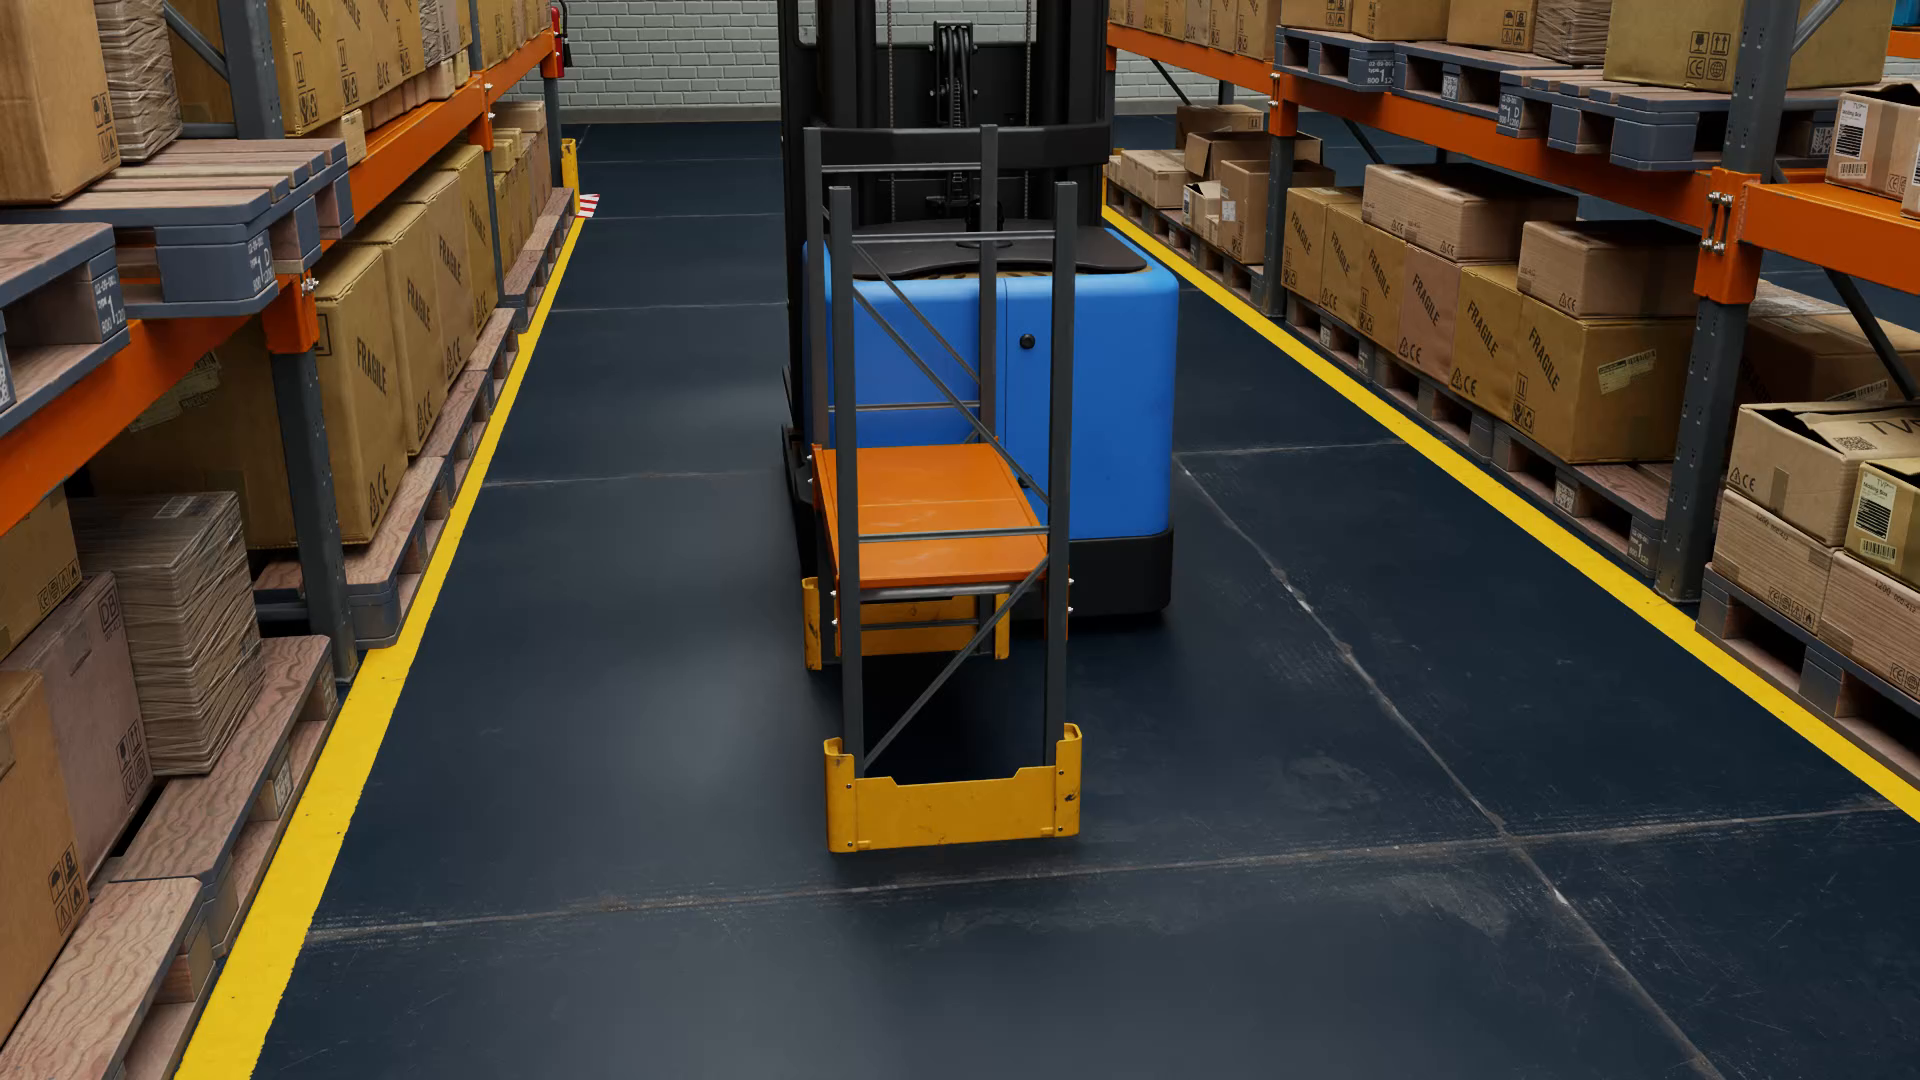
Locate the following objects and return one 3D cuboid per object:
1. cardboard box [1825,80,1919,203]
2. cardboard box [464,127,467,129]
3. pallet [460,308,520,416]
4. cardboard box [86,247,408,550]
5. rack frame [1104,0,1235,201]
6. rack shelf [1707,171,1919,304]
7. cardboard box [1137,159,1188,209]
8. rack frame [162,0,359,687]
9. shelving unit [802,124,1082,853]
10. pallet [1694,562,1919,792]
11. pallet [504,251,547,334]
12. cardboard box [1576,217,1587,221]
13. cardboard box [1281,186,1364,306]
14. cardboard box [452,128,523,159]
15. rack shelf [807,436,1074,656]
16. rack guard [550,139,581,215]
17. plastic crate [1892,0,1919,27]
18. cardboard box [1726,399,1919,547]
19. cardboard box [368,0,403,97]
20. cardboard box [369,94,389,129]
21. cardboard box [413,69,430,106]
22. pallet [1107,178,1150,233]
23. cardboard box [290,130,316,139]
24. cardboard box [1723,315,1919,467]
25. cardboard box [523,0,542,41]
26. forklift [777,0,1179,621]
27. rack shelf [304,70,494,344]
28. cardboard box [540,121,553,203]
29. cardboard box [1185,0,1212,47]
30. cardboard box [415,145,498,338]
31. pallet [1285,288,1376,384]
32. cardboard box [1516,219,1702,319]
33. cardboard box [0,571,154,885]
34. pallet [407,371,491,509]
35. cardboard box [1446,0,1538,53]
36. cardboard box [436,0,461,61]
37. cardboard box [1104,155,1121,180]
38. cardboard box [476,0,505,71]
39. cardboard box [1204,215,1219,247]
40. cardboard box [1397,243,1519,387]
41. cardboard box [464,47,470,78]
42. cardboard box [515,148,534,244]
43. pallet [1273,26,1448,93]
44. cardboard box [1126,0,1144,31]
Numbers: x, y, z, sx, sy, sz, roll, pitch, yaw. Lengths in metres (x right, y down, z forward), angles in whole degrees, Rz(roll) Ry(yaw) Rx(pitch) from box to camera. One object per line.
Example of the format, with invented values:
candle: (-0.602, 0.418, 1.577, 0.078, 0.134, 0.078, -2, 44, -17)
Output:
cardboard box: (2.711, -1.076, 4.438, 0.500, 0.311, 0.500, -2, 21, -4)
cardboard box: (-3.184, -2.451, 10.038, 0.380, 0.149, 0.250, -3, 21, -7)
pallet: (-2.590, -0.810, 7.584, 1.003, 0.211, 1.213, -3, 21, -8)
cardboard box: (-2.175, -0.446, 5.095, 0.750, 0.750, 0.750, -3, 21, -8)
rack frame: (1.549, -4.016, 12.181, 1.000, 3.000, 0.127, -3, 21, -8)
rack shelf: (2.990, -0.217, 3.037, 1.077, 0.370, 4.000, -3, 21, -8)
cardboard box: (1.491, -2.385, 11.116, 0.500, 0.250, 0.500, -3, 21, -8)
rack frame: (-2.199, -0.995, 4.093, 1.000, 3.000, 0.127, -3, 21, -8)
shelving unit: (-0.084, -0.188, 4.075, 0.587, 1.500, 1.083, -3, 21, -7)
pallet: (2.782, 0.347, 4.485, 1.003, 0.211, 1.213, -3, 21, -8)
pallet: (-2.808, -1.341, 9.004, 1.003, 0.211, 1.213, -3, 21, -8)
cardboard box: (2.615, -1.164, 7.491, 0.500, 0.500, 0.500, -3, 21, -7)
cardboard box: (1.954, -1.486, 8.352, 0.500, 0.500, 0.500, -4, 21, -10)
cardboard box: (-2.726, -2.282, 9.584, 0.380, 0.149, 0.250, -4, 21, -9)
rack shelf: (-0.082, -0.016, 4.130, 0.538, 0.185, 1.000, -3, 21, -7)
rack guard: (-3.356, -2.602, 11.969, 1.175, 0.500, 0.348, -3, 21, -8)
plastic crate: (6.394, -3.552, 11.093, 0.416, 0.233, 0.300, -3, 21, -8)
cardboard box: (2.487, -0.221, 4.550, 0.500, 0.311, 0.500, -2, 21, -6)
cardboard box: (-2.153, -1.725, 5.452, 0.500, 0.500, 0.500, -3, 21, -8)
cardboard box: (-2.249, -1.543, 5.890, 0.380, 0.149, 0.250, -3, 21, -7)
cardboard box: (-2.329, -1.814, 6.617, 0.380, 0.149, 0.250, -3, 21, -8)
pallet: (1.676, -2.407, 11.860, 1.003, 0.211, 1.213, -3, 21, -8)
cardboard box: (-2.045, -1.100, 4.705, 0.380, 0.149, 0.250, -3, 21, -7)
cardboard box: (2.919, -0.453, 5.586, 0.500, 0.500, 0.500, -2, 21, -5)
cardboard box: (-3.153, -3.478, 10.312, 0.980, 0.700, 0.700, -3, 21, -8)
forklift: (-0.092, -1.591, 5.787, 1.130, 2.935, 3.031, -3, 21, -8)
rack shelf: (-2.488, -1.350, 6.073, 1.077, 0.370, 4.000, -3, 21, -8)
cardboard box: (-3.153, -2.553, 11.237, 0.700, 0.500, 0.500, -3, 21, -8)
cardboard box: (1.648, -3.194, 9.838, 0.500, 0.500, 0.500, -2, 21, -7)
cardboard box: (-2.553, -1.351, 7.519, 0.750, 0.750, 0.750, -3, 21, -7)
pallet: (2.280, -1.045, 8.212, 1.003, 0.211, 1.213, -3, 21, -8)
cardboard box: (2.323, -0.964, 5.881, 0.500, 0.250, 0.500, -2, 21, -6)
cardboard box: (-2.085, 0.401, 3.300, 0.700, 0.500, 0.500, -3, 21, -8)
pallet: (-2.411, -0.387, 6.450, 1.003, 0.211, 1.213, -3, 21, -8)
cardboard box: (2.441, -2.266, 6.753, 0.700, 0.500, 0.500, -8, 22, -21)
cardboard box: (-2.377, -2.252, 6.862, 0.500, 0.500, 0.500, -3, 21, -7)
cardboard box: (1.269, -2.724, 12.169, 0.380, 0.149, 0.250, -3, 21, -8)
cardboard box: (-2.838, -2.709, 8.253, 0.980, 0.700, 0.700, -3, 21, -7)
cardboard box: (1.649, -1.811, 9.725, 0.380, 0.149, 0.250, -3, 21, -8)
cardboard box: (2.179, -0.954, 6.926, 0.500, 0.500, 0.500, -4, 21, -10)
cardboard box: (-2.447, -2.169, 7.566, 0.380, 0.149, 0.250, -3, 21, -7)
cardboard box: (-2.923, -2.022, 9.814, 0.700, 0.500, 0.500, -2, 21, -6)
pallet: (2.133, -2.259, 7.751, 1.003, 0.211, 1.213, -3, 21, -8)
cardboard box: (1.432, -3.717, 11.239, 0.500, 0.500, 0.500, -3, 21, -8)
